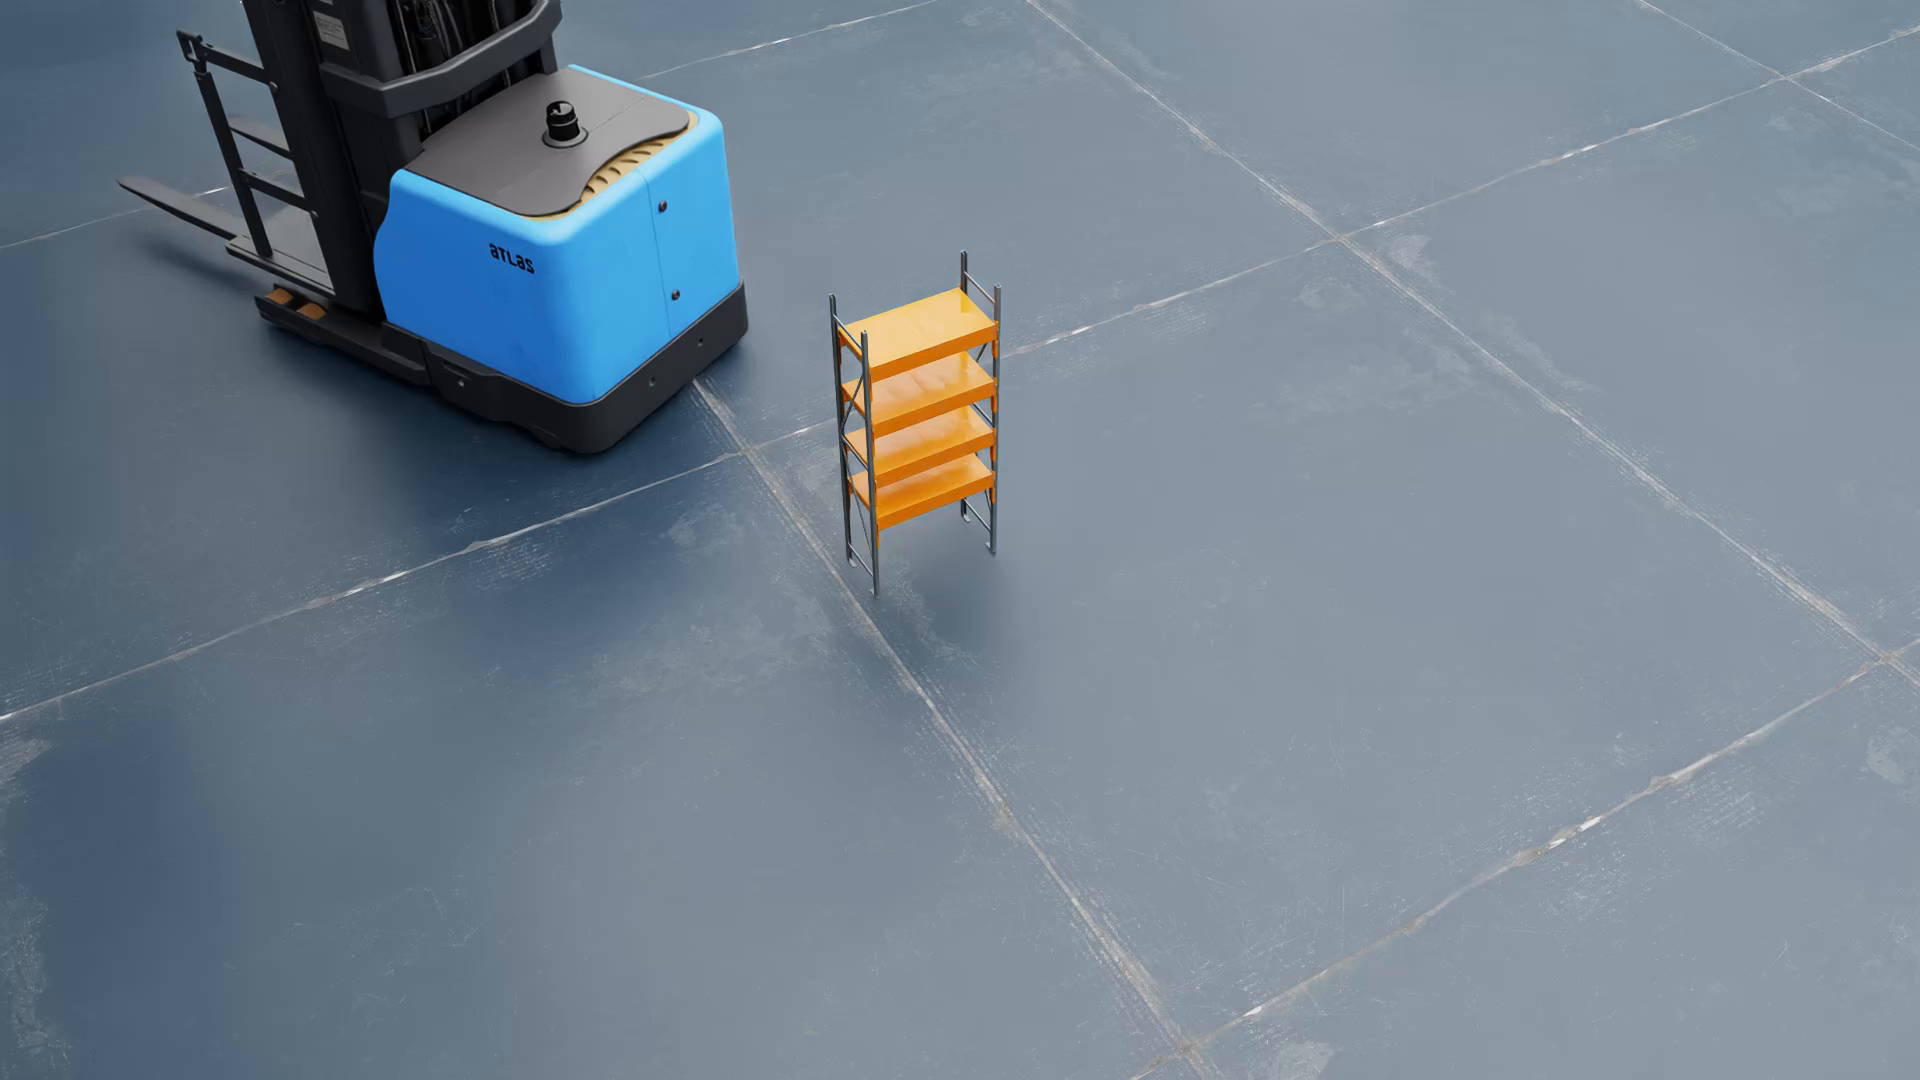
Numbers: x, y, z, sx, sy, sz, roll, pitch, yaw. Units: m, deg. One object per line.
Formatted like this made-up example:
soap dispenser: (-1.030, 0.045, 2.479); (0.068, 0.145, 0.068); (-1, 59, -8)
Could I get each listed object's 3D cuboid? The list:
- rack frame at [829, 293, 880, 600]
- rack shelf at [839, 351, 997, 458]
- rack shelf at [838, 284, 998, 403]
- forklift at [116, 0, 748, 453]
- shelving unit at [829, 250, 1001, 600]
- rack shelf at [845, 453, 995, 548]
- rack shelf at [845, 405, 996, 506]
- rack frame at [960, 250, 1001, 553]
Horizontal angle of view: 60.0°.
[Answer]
rack frame: (-0.355, -0.288, 5.686); (0.015, 1.200, 0.240); (-22, 48, -21)
rack shelf: (-0.144, -0.485, 5.664); (0.480, 0.148, 0.258); (-22, 48, -21)
rack shelf: (-0.144, -0.655, 5.499); (0.480, 0.148, 0.258); (-22, 48, -21)
forklift: (-2.420, -2.182, 6.394); (3.031, 2.935, 1.130); (24, 49, 23)
shelving unit: (-0.144, -0.373, 5.773); (0.503, 1.200, 0.258); (-22, 48, -21)
rack shelf: (-0.144, -0.182, 5.958); (0.480, 0.148, 0.258); (-22, 48, -21)
rack shelf: (-0.144, -0.325, 5.820); (0.480, 0.148, 0.258); (-22, 48, -21)
rack frame: (0.068, -0.458, 5.860); (0.015, 1.200, 0.240); (-22, 48, -21)
